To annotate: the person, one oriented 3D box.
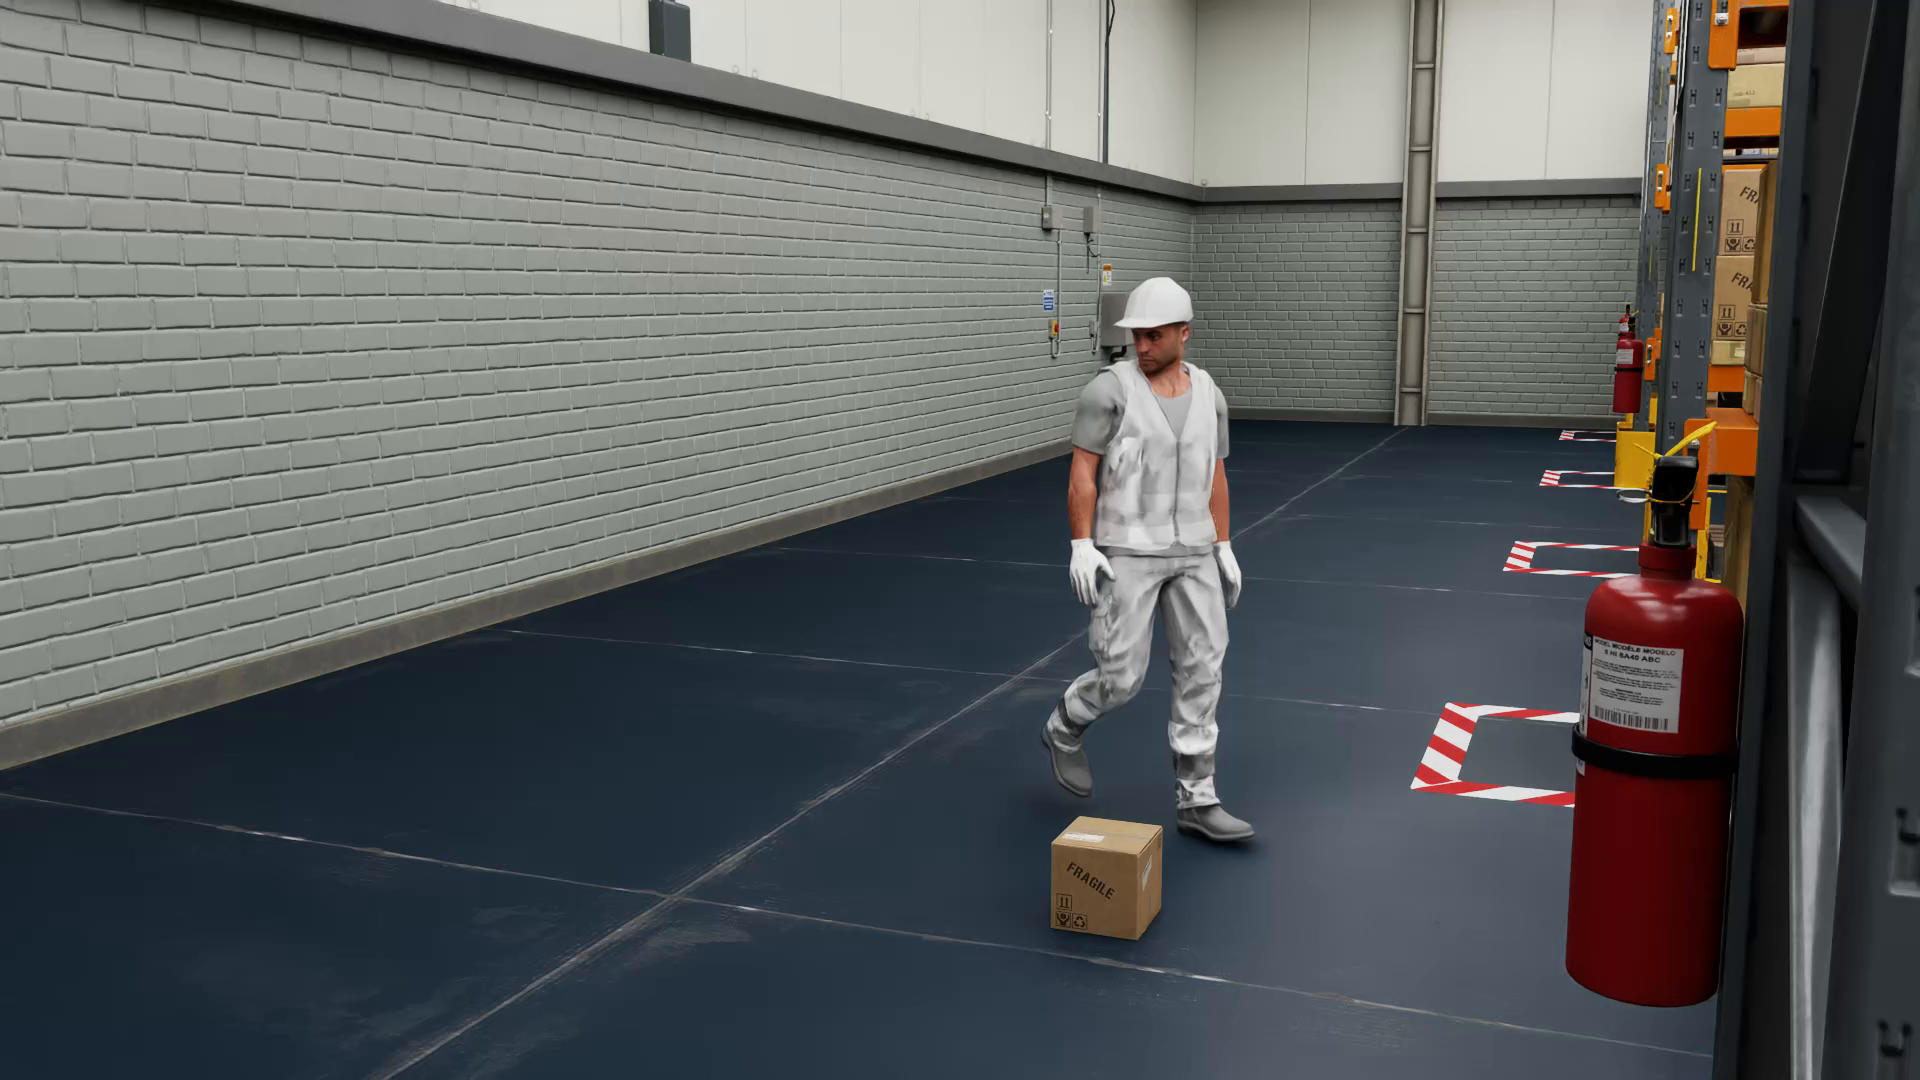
[{"bbox_3d":[0.618,0.052,5.364,0.602,1.778,0.709,-4,9,-23],"label":"person"}]
